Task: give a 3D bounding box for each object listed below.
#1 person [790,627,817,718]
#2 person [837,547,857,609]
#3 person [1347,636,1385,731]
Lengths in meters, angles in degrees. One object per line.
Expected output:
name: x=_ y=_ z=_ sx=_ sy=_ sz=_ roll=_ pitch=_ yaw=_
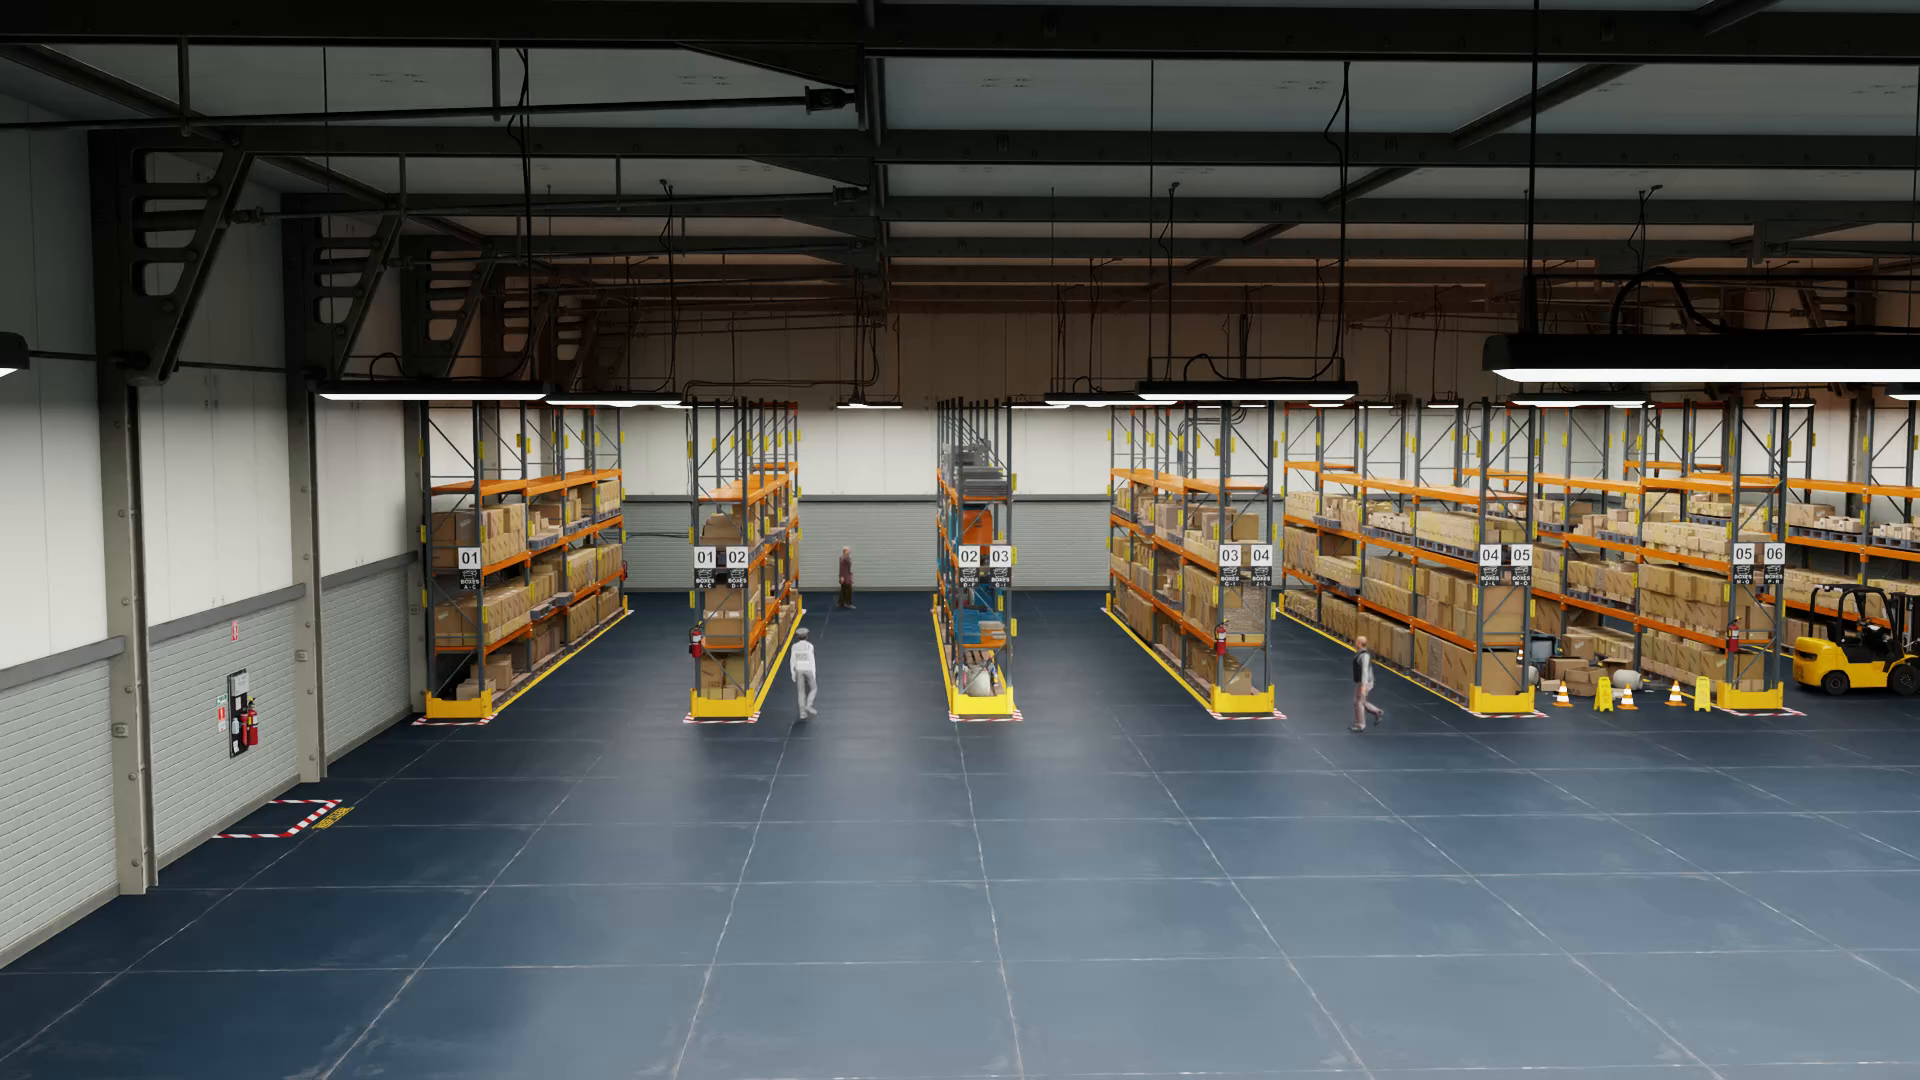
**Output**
person: x=-2.922 y=2.480 z=31.075 sx=0.526 sy=1.675 sz=0.467 roll=1 pitch=4 yaw=8
person: x=-3.300 y=1.102 z=48.467 sx=0.592 sy=1.823 sz=0.616 roll=0 pitch=4 yaw=2
person: x=7.286 y=2.563 z=29.761 sx=0.688 sy=1.709 sz=0.542 roll=1 pitch=4 yaw=8
